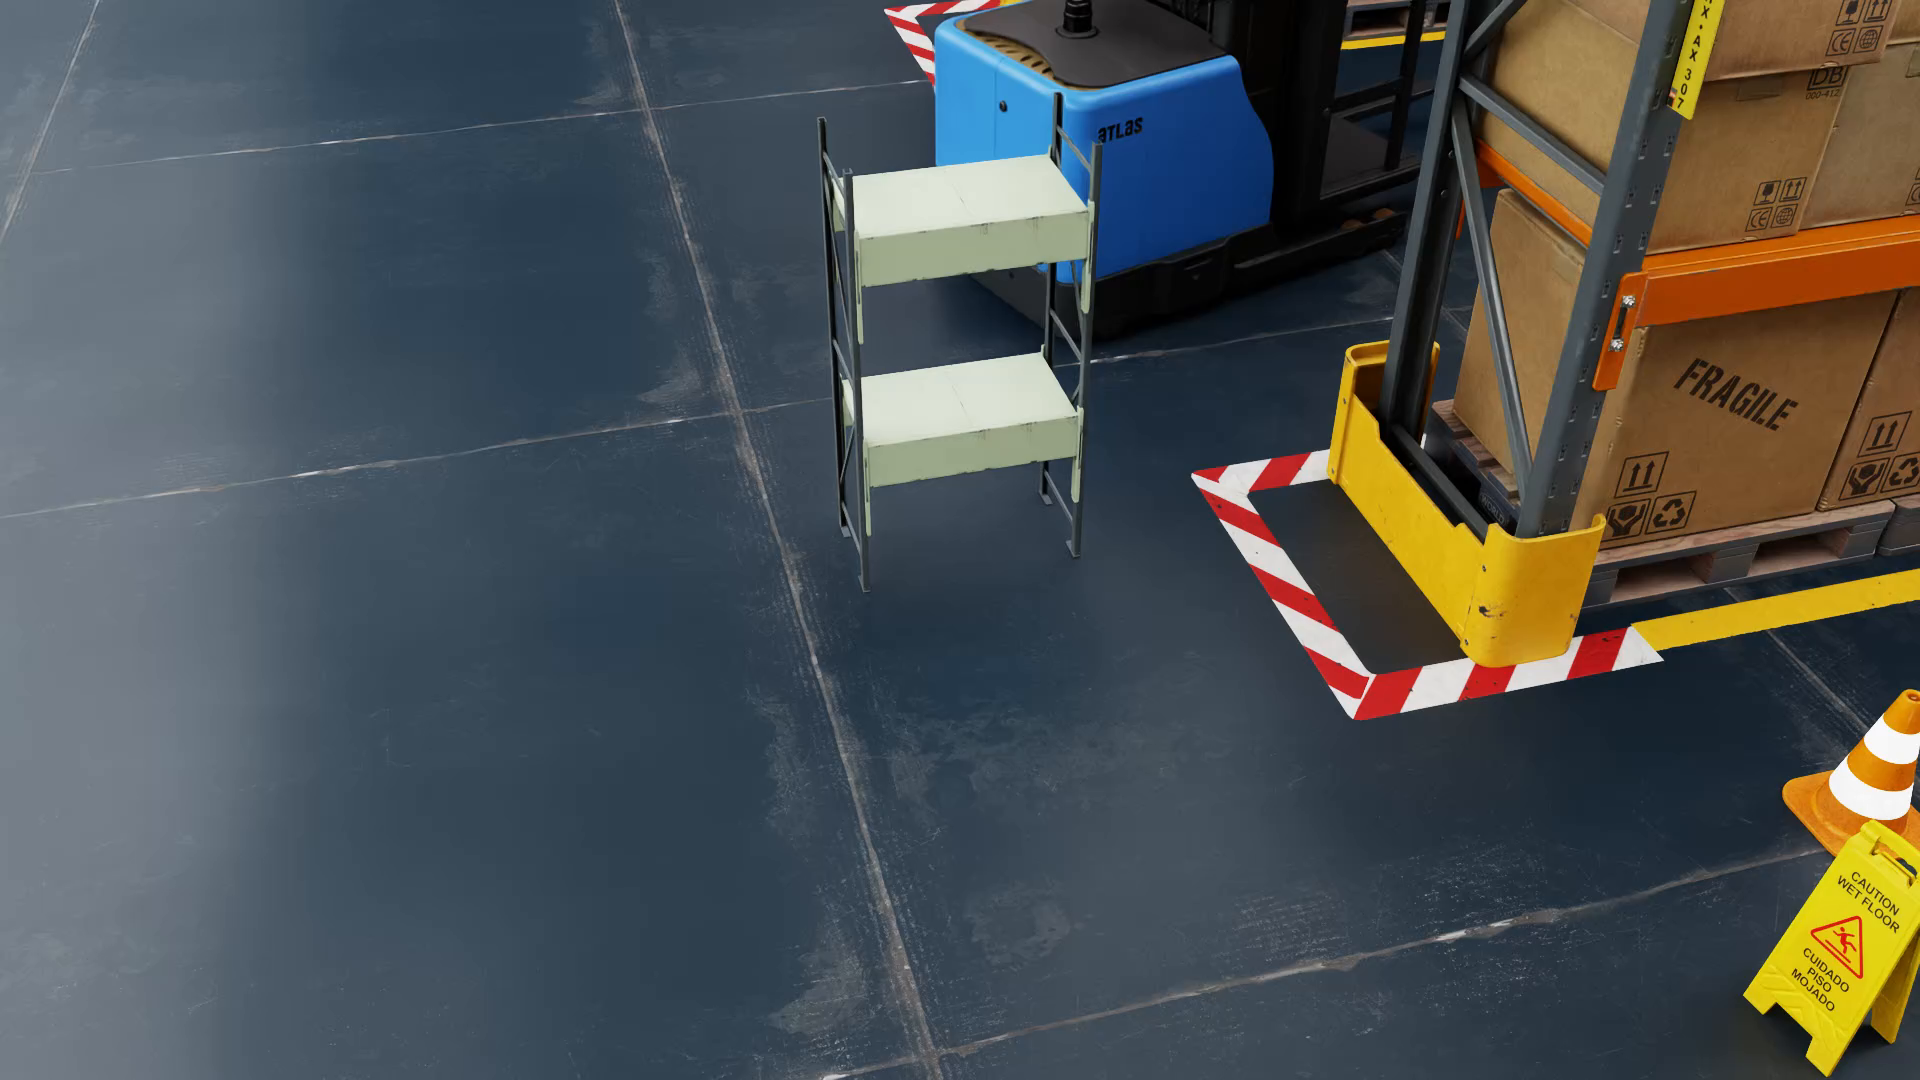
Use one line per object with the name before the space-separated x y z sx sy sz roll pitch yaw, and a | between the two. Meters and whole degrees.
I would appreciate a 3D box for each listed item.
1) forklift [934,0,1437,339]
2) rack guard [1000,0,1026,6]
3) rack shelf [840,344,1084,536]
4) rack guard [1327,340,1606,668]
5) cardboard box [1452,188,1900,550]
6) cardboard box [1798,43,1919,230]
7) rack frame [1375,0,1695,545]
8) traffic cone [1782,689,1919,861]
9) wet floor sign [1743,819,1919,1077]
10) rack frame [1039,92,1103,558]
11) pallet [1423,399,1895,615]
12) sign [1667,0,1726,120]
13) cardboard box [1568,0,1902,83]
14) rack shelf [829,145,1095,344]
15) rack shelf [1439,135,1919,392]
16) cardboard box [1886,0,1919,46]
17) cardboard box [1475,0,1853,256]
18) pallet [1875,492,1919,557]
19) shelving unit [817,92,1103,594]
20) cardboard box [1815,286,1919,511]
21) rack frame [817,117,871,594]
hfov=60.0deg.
forklift | 1.394 -2.663 6.819 3.031 2.935 1.130 -22 43 -26
rack guard | 0.544 -3.098 9.389 0.348 0.500 1.175 -9 38 -12
rack shelf | -0.006 -0.336 5.491 0.720 0.370 0.431 -9 38 -12
rack guard | 1.643 -0.157 5.544 0.348 0.500 1.175 -9 38 -12
cardboard box | 2.304 -0.623 5.498 0.875 0.875 0.875 -9 38 -12
cardboard box | 2.538 -1.398 4.986 0.550 0.550 0.875 -9 38 -12
rack frame | 1.666 -1.154 4.789 0.127 3.000 1.000 -9 38 -12
traffic cone | 2.549 0.603 4.581 0.334 0.463 0.336 -9 38 -12
wet floor sign | 2.154 0.948 3.980 0.232 0.644 0.267 -16 40 -20
rack frame | 0.347 -0.653 5.369 0.023 1.500 0.400 -9 38 -12
pallet | 2.418 -0.218 5.862 1.213 0.211 1.003 -9 38 -12
sign | 1.805 -1.202 4.075 0.005 0.325 0.100 -9 38 -12
cardboard box | 2.034 -1.678 4.463 0.550 0.550 0.875 -9 38 -12
rack shelf | -0.006 -0.905 5.056 0.720 0.370 0.431 -9 38 -12
rack shelf | 3.597 -1.185 5.422 4.000 0.370 1.077 -9 38 -12
cardboard box | 2.541 -1.819 4.647 0.550 0.550 0.875 -9 38 -12
cardboard box | 2.012 -1.298 4.855 0.550 0.550 0.875 -9 38 -12
pallet | 3.593 -0.410 6.112 1.213 0.211 1.003 -9 38 -12
shelving unit | -0.006 -0.595 5.293 0.755 1.500 0.431 -9 38 -12
cardboard box | 3.152 -0.763 5.682 0.875 0.875 0.875 -10 39 -13
rack frame | -0.360 -0.537 5.217 0.023 1.500 0.400 -9 38 -12
